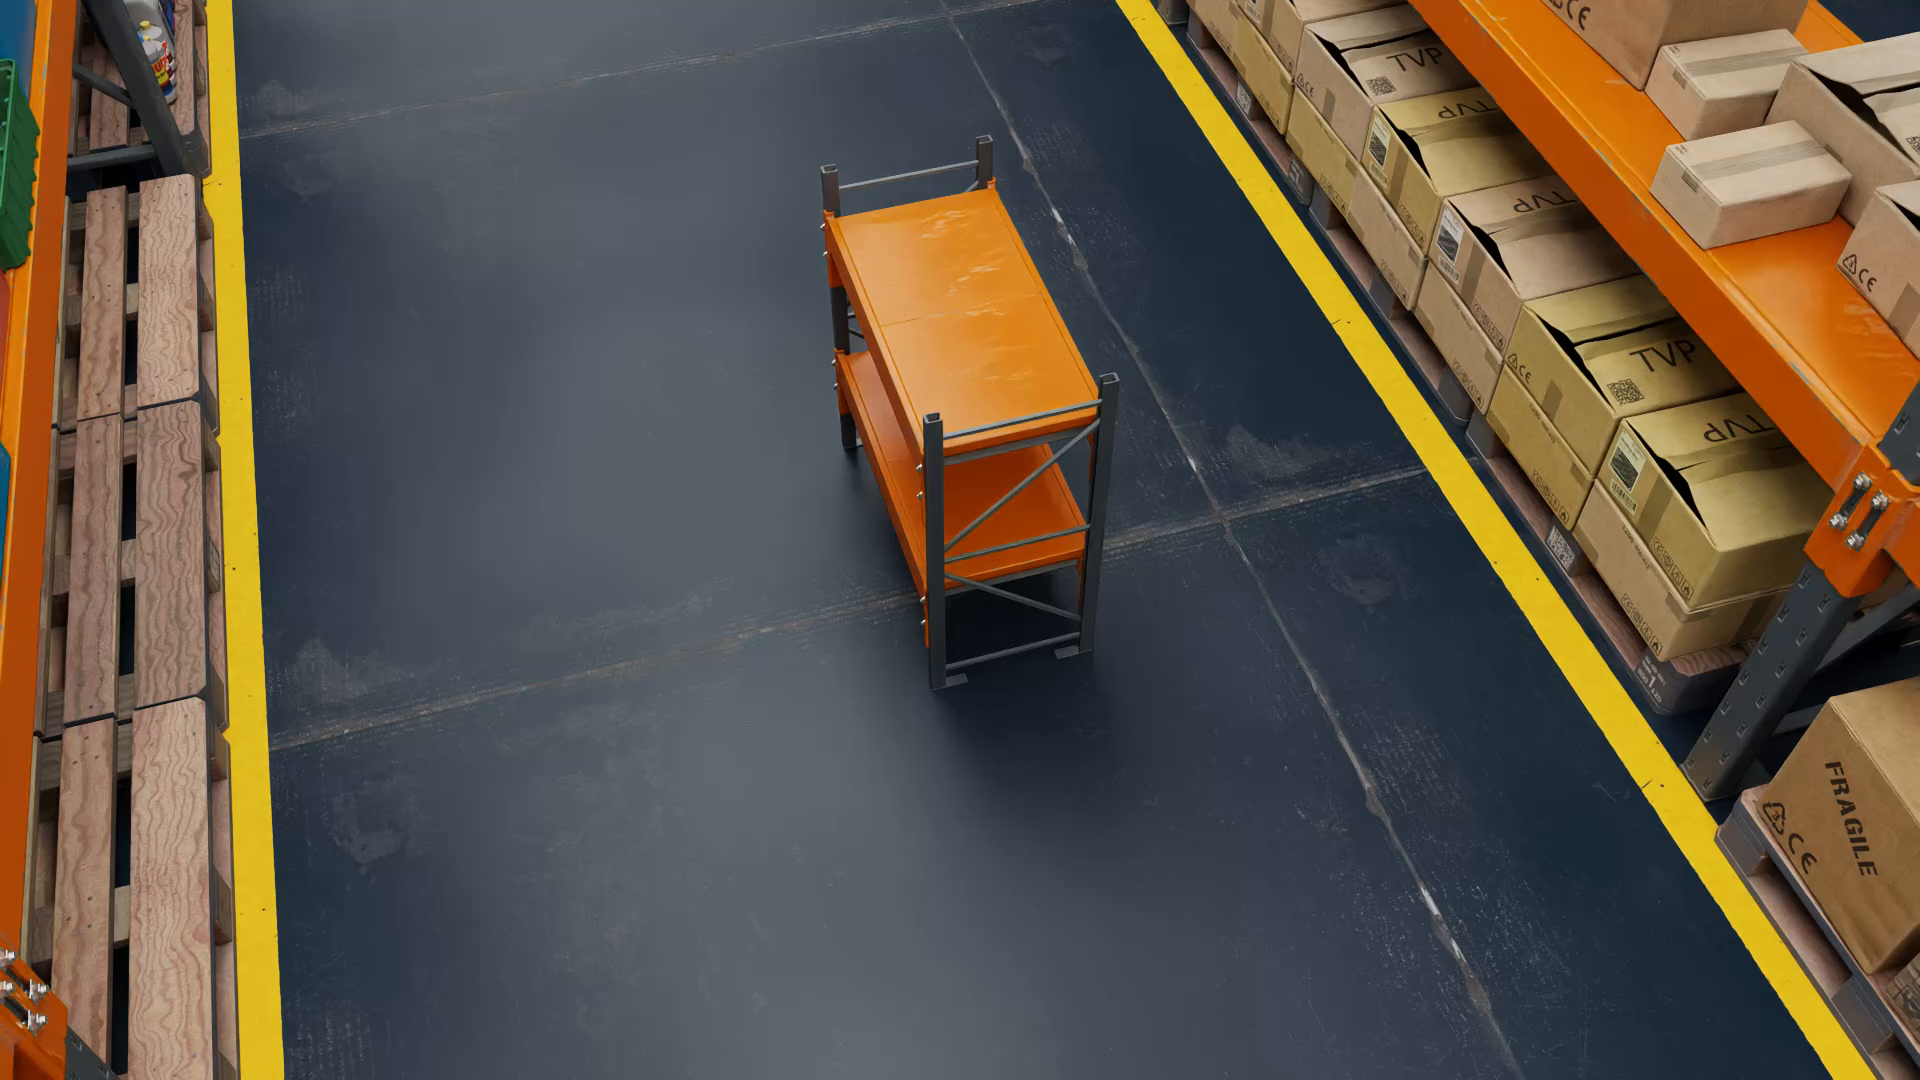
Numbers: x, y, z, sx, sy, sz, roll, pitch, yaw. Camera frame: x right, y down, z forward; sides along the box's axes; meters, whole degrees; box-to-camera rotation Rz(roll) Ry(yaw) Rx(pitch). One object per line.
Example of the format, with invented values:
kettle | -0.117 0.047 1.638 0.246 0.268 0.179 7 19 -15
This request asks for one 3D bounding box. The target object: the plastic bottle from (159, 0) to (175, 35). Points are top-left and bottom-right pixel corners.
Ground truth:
plastic bottle | -3.229 -2.165 6.558 0.144 0.351 0.185 -12 51 -10

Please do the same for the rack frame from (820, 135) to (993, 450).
rack frame | -0.148 -0.729 5.129 0.500 1.125 0.032 -13 51 -11

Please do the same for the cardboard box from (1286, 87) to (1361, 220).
cardboard box | 1.535 -1.458 6.041 0.500 0.250 0.500 -15 51 -12

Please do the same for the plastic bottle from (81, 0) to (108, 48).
plastic bottle | -3.366 -2.132 6.530 0.144 0.351 0.185 -13 51 -11

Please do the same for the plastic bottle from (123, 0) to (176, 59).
plastic bottle | -3.184 -2.019 6.484 0.152 0.276 0.135 -12 51 -10

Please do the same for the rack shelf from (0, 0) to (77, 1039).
rack shelf | -2.795 -0.501 4.181 1.077 0.370 4.000 -13 51 -11

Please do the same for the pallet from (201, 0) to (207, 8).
pallet | -3.910 -2.687 7.377 1.003 0.211 1.213 -13 51 -11

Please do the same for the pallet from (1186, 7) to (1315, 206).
pallet | 1.602 -1.883 6.699 1.003 0.211 1.213 -13 51 -11

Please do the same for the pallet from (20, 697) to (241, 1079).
pallet | -2.396 1.052 4.225 1.003 0.211 1.213 -13 51 -11

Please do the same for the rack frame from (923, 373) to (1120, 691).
rack frame | 0.152 0.014 4.503 0.500 1.125 0.032 -13 51 -11

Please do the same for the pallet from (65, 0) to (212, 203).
pallet | -3.545 -1.795 6.625 1.003 0.211 1.213 -13 51 -11

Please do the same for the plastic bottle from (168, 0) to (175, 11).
plastic bottle | -3.285 -2.303 6.674 0.144 0.351 0.185 -15 52 -13

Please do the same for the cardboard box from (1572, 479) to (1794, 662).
cardboard box | 2.141 0.033 4.784 0.500 0.250 0.500 -12 51 -10

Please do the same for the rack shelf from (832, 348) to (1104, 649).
rack shelf | 0.002 -0.200 5.003 0.538 0.278 1.000 -13 51 -11

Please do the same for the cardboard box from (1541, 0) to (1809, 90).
cardboard box | 2.018 -1.643 4.608 0.500 0.500 0.500 -16 52 -13

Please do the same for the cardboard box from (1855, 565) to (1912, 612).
cardboard box | 2.655 -0.087 4.885 0.500 0.250 0.500 -13 51 -11

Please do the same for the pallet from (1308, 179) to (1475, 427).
pallet | 1.966 -0.990 5.946 1.003 0.211 1.213 -13 51 -11

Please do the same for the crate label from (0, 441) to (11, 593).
crate label | -2.239 -0.070 3.324 0.502 0.435 0.616 -13 51 -11

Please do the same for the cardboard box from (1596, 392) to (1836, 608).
cardboard box | 2.139 -0.146 4.568 0.500 0.311 0.500 -12 51 -10

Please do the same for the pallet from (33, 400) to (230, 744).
pallet | -2.753 0.163 4.975 1.003 0.211 1.213 -13 51 -11

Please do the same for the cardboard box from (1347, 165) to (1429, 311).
cardboard box | 1.684 -1.086 5.727 0.500 0.250 0.500 -12 51 -10

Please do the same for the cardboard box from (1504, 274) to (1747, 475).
cardboard box | 1.979 -0.524 4.887 0.500 0.311 0.500 -14 51 -12

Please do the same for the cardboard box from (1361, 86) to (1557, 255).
cardboard box | 1.687 -1.260 5.507 0.500 0.311 0.500 -12 51 -10

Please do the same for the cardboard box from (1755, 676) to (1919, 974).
cardboard box | 2.391 0.672 4.069 0.500 0.500 0.500 -11 51 -9

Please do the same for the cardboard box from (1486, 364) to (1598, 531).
cardboard box | 1.985 -0.343 5.101 0.500 0.250 0.500 -14 51 -11

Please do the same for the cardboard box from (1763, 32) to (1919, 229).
cardboard box | 2.450 -1.057 4.238 0.500 0.311 0.500 -14 51 -11

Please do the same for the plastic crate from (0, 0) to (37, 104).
plastic crate | -2.763 -1.453 4.523 0.392 0.384 0.575 -13 51 -11

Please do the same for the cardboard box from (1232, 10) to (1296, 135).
cardboard box | 1.379 -1.835 6.359 0.500 0.250 0.500 -12 51 -10

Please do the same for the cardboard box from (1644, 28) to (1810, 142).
cardboard box | 2.098 -1.227 4.487 0.380 0.149 0.250 -10 51 -8

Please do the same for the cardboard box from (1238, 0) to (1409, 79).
cardboard box | 1.374 -2.015 6.144 0.500 0.311 0.500 -14 51 -11

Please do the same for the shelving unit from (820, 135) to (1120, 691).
shelving unit | 0.002 -0.358 4.816 0.538 1.125 1.048 -13 51 -11

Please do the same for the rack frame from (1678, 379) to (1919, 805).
rack frame | 2.529 -0.389 3.616 1.000 3.000 0.127 -13 51 -11

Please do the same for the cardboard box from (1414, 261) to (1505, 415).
cardboard box | 1.839 -0.711 5.411 0.500 0.250 0.500 -12 51 -10

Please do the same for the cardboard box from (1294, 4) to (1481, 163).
cardboard box | 1.528 -1.638 5.826 0.500 0.311 0.500 -15 51 -12

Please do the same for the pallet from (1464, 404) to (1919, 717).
pallet | 2.323 -0.100 5.197 1.003 0.211 1.213 -13 51 -11

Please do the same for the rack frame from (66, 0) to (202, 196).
rack frame | -3.386 -2.193 5.137 1.000 3.000 0.127 -13 51 -11

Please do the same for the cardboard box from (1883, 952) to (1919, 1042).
cardboard box | 2.551 1.053 3.748 0.500 0.500 0.500 -15 51 -12

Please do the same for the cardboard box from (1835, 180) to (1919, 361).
cardboard box | 2.464 -0.636 3.882 0.500 0.311 0.500 -10 51 -9

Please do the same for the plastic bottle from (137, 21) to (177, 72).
plastic bottle | -3.122 -1.914 6.444 0.097 0.201 0.097 0 50 0

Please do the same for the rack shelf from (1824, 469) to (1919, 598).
rack shelf | 3.121 1.303 2.660 1.077 0.370 4.000 -13 51 -11

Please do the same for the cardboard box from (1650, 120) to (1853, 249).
cardboard box | 1.999 -0.903 4.213 0.380 0.149 0.250 -13 51 -11

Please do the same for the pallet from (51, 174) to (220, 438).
pallet | -3.117 -0.730 5.727 1.003 0.211 1.213 -13 51 -11

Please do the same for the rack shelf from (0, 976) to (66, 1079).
rack shelf | -1.612 2.421 1.718 1.077 0.370 4.000 -13 51 -11

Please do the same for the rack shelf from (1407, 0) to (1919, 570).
rack shelf | 1.938 -1.618 5.123 1.077 0.370 4.000 -13 51 -11

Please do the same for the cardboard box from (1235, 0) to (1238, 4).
cardboard box | 1.231 -2.382 6.453 0.500 0.311 0.500 -13 51 -11

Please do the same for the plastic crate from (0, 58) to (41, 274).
plastic crate | -2.602 -0.917 4.200 0.450 0.188 0.662 -13 51 -11

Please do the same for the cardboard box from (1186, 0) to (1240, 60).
cardboard box | 1.229 -2.209 6.674 0.500 0.250 0.500 -14 51 -12

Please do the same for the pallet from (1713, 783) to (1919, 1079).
pallet | 2.714 1.064 4.215 1.003 0.211 1.213 -13 51 -11

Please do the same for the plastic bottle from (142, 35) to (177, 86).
plastic bottle | -3.092 -1.839 6.381 0.097 0.201 0.097 0 50 0

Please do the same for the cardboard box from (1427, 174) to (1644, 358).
cardboard box | 1.833 -0.893 5.198 0.500 0.311 0.500 -14 51 -11

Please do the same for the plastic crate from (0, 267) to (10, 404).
plastic crate | -2.389 -0.542 3.703 0.402 0.464 0.583 -13 51 -11

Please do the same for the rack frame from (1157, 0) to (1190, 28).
rack frame | 1.347 -3.311 6.079 1.000 3.000 0.127 -13 51 -11

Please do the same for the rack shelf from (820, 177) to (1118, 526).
rack shelf | 0.002 -0.546 4.592 0.538 0.278 1.000 -13 51 -11

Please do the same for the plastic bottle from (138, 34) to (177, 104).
plastic bottle | -3.062 -1.788 6.292 0.097 0.271 0.097 0 50 0
